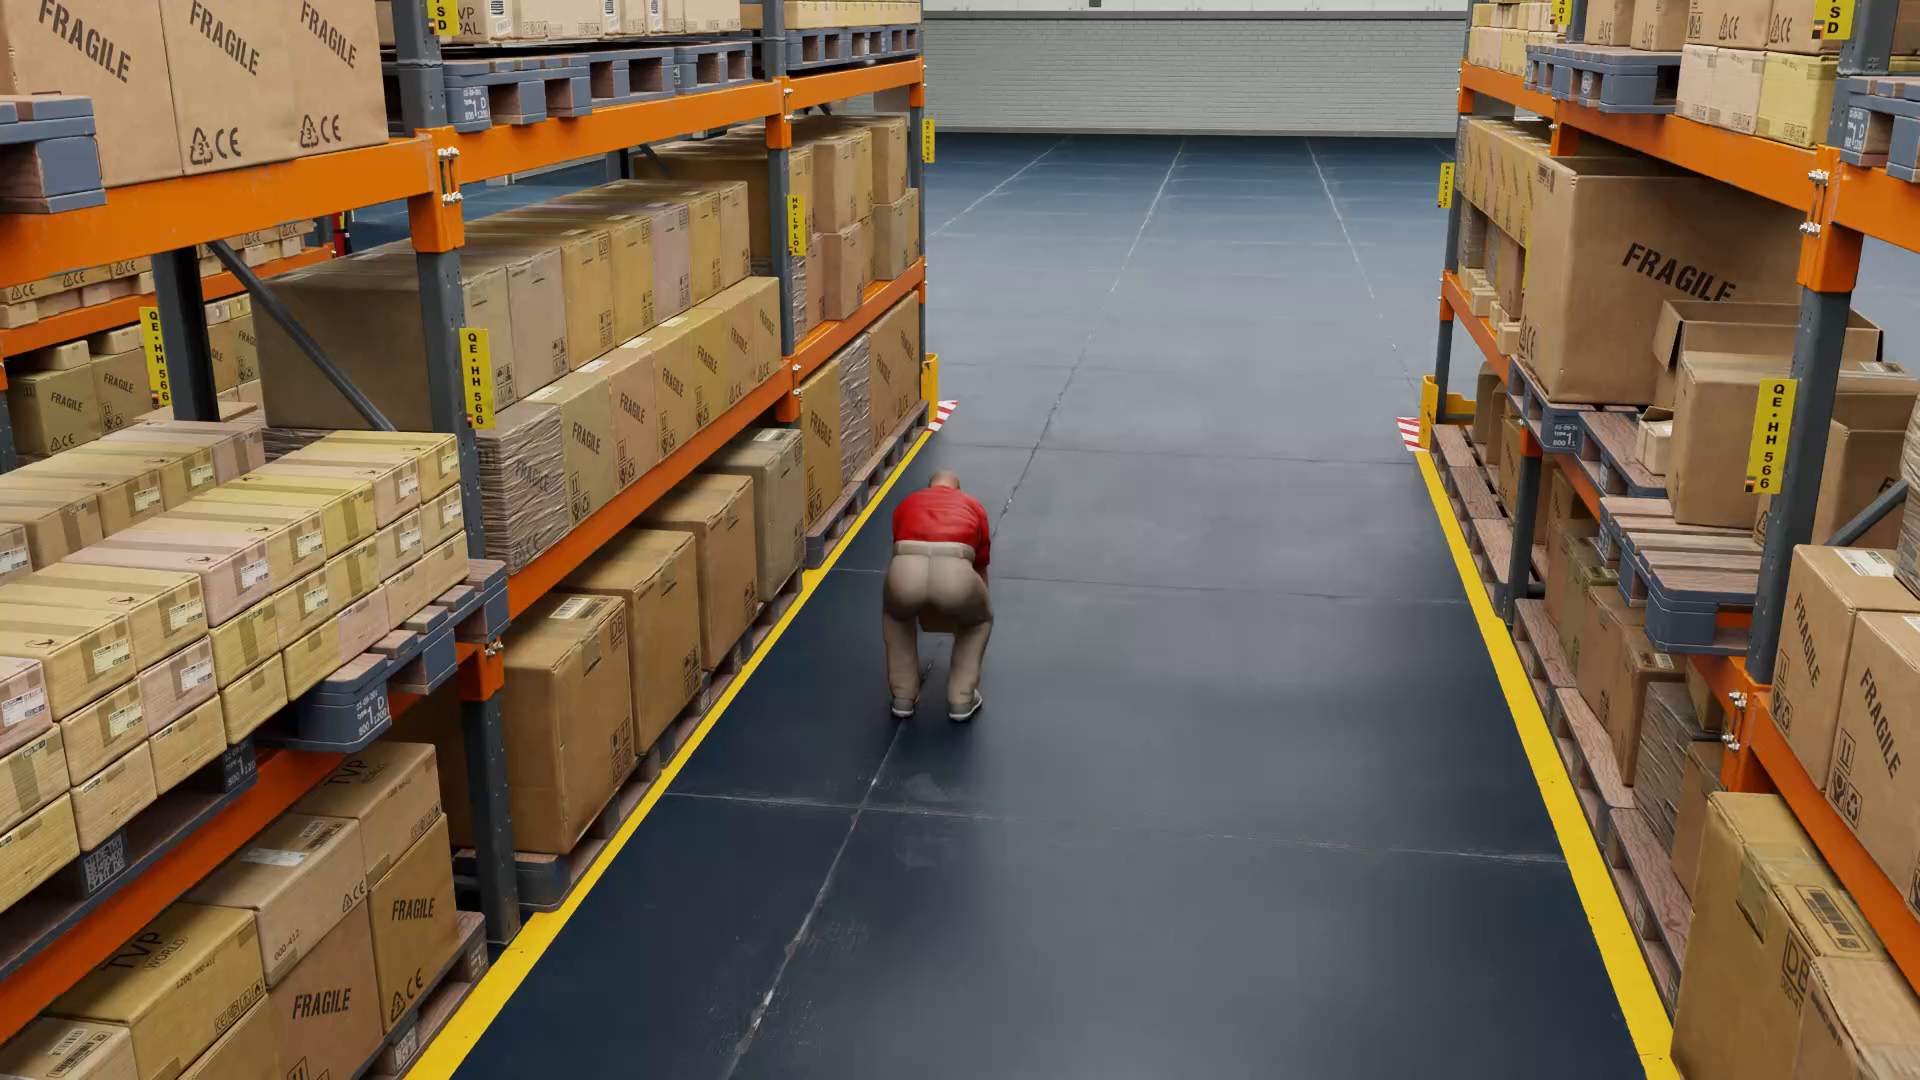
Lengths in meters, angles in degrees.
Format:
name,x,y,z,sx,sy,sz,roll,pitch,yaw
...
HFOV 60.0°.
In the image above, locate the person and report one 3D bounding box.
name,x,y,z,sx,sy,sz,roll,pitch,yaw
person,-0.101,0.266,7.917,0.539,1.019,0.944,2,18,6
